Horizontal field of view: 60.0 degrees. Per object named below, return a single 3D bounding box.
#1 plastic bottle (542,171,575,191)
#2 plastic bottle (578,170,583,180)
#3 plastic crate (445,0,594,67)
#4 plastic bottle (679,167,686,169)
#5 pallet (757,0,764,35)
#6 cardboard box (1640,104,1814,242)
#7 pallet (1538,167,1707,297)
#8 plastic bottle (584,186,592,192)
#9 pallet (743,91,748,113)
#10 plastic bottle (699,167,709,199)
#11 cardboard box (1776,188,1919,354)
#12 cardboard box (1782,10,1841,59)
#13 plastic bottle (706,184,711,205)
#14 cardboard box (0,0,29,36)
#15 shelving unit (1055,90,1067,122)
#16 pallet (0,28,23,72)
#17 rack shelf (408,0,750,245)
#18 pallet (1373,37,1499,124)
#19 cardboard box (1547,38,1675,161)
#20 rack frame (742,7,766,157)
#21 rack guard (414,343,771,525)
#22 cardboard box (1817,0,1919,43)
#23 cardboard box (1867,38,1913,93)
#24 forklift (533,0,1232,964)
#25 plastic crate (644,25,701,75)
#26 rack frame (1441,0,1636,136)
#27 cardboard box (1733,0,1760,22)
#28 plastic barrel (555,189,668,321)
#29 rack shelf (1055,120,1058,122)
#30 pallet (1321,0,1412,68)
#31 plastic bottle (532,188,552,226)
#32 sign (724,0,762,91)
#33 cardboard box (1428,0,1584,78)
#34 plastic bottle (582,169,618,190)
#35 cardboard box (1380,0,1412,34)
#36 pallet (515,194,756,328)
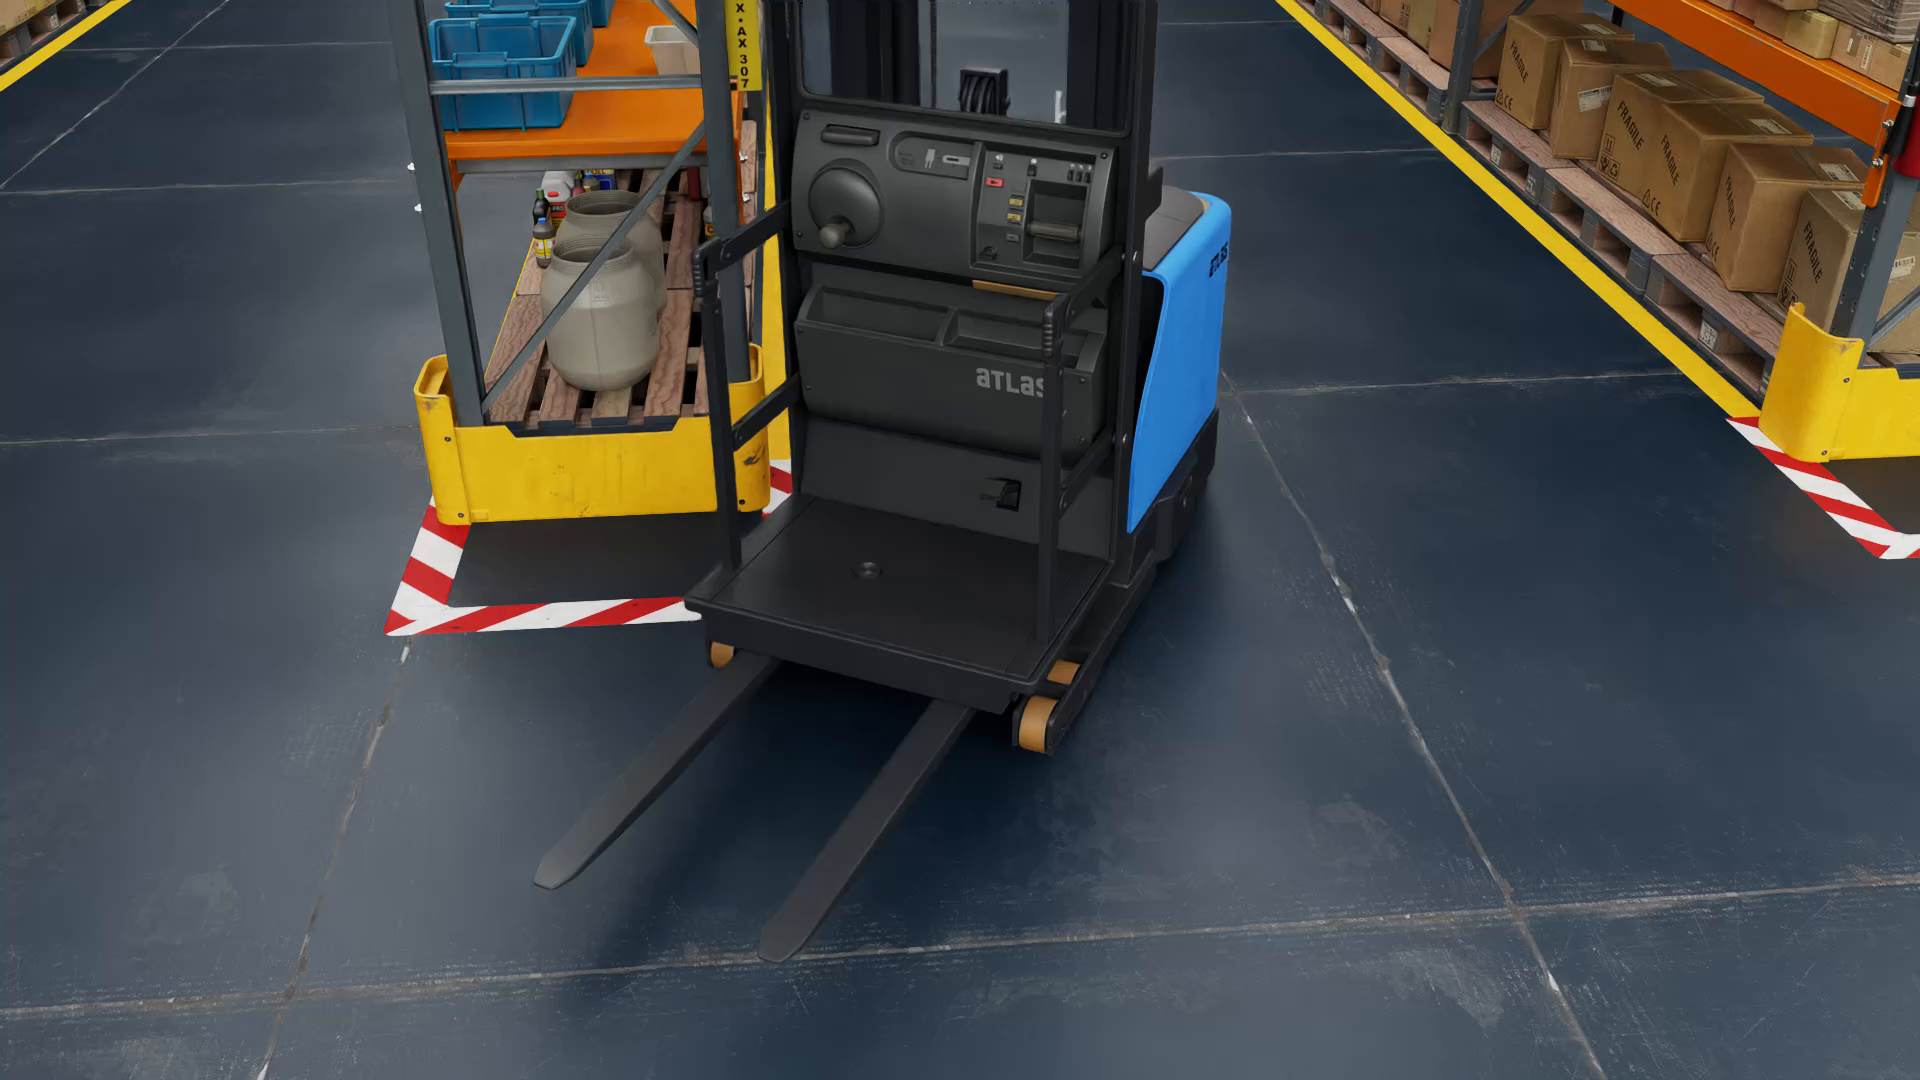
[{"bbox_3d":[-1.840,-1.553,7.652,0.152,0.276,0.135,-4,31,-6],"label":"plastic bottle"},{"bbox_3d":[-1.877,-1.764,7.933,0.144,0.351,0.185,-3,31,-5],"label":"plastic bottle"},{"bbox_3d":[-1.622,-1.925,6.193,0.499,0.251,0.408,-3,31,-5],"label":"plastic crate"},{"bbox_3d":[-1.376,-2.045,8.475,0.152,0.276,0.135,-3,31,-5],"label":"plastic bottle"},{"bbox_3d":[-1.936,-3.906,12.083,1.003,0.211,1.213,-3,31,-5],"label":"pallet"},{"bbox_3d":[3.537,-1.704,7.706,0.500,0.500,0.500,0,31,0],"label":"cardboard box"},{"bbox_3d":[3.550,-1.533,8.110,1.003,0.211,1.213,-3,31,-5],"label":"pallet"},{"bbox_3d":[-1.717,-1.536,7.697,0.097,0.201,0.097,0,31,0],"label":"plastic bottle"},{"bbox_3d":[-1.708,-2.660,9.997,1.003,0.211,1.213,-3,31,-5],"label":"pallet"},{"bbox_3d":[-1.190,-1.817,8.093,0.152,0.276,0.135,-2,31,-4],"label":"plastic bottle"},{"bbox_3d":[3.667,-1.080,6.661,0.500,0.500,0.500,3,31,5],"label":"cardboard box"},{"bbox_3d":[3.379,-1.934,6.307,0.380,0.149,0.250,-3,31,-5],"label":"cardboard box"},{"bbox_3d":[-1.114,-1.549,7.650,0.097,0.271,0.097,0,31,0],"label":"plastic bottle"},{"bbox_3d":[-6.514,-3.488,10.936,0.500,0.250,0.500,-2,31,-3],"label":"cardboard box"},{"bbox_3d":[0.435,-1.036,6.314,0.258,1.200,0.503,6,31,9],"label":"shelving unit"},{"bbox_3d":[-6.753,-3.024,10.607,1.003,0.211,1.213,-3,31,-5],"label":"pallet"},{"bbox_3d":[-1.409,-2.128,7.089,1.077,0.370,4.000,-3,31,-5],"label":"rack shelf"},{"bbox_3d":[3.261,-2.896,10.392,1.003,0.211,1.213,-3,31,-5],"label":"pallet"},{"bbox_3d":[3.394,-2.304,8.711,0.500,0.500,0.500,7,32,11],"label":"cardboard box"},{"bbox_3d":[-1.596,-3.458,8.614,1.000,3.000,0.127,-3,31,-5],"label":"rack frame"},{"bbox_3d":[-1.277,-0.379,5.897,1.175,0.500,0.348,-3,31,-5],"label":"rack guard"},{"bbox_3d":[3.685,-2.106,5.963,0.875,0.500,0.500,-3,31,-5],"label":"cardboard box"},{"bbox_3d":[3.477,-1.681,5.884,0.380,0.149,0.250,-3,31,-5],"label":"cardboard box"},{"bbox_3d":[-0.116,-0.899,4.397,1.130,2.935,3.031,12,33,20],"label":"forklift"},{"bbox_3d":[-0.986,-1.775,6.053,0.298,0.136,0.250,-3,31,-5],"label":"plastic crate"},{"bbox_3d":[3.335,-3.695,9.011,1.000,3.000,0.127,-3,31,-5],"label":"rack frame"},{"bbox_3d":[3.389,-2.192,6.739,0.380,0.149,0.250,-3,31,-5],"label":"cardboard box"},{"bbox_3d":[-1.407,-1.116,6.710,0.421,0.512,0.421,0,31,0],"label":"plastic barrel"},{"bbox_3d":[0.435,-1.393,6.101,0.258,0.148,0.480,6,31,9],"label":"rack shelf"},{"bbox_3d":[3.144,-3.520,11.437,1.003,0.211,1.213,-3,31,-5],"label":"pallet"},{"bbox_3d":[-1.860,-1.414,7.412,0.061,0.283,0.133,-2,31,-3],"label":"plastic bottle"},{"bbox_3d":[-0.674,-1.559,5.165,0.100,0.325,0.005,-3,31,-5],"label":"sign"},{"bbox_3d":[3.299,-3.126,10.066,0.700,0.500,0.500,-5,31,-8],"label":"cardboard box"},{"bbox_3d":[-1.732,-1.752,7.985,0.152,0.276,0.135,-3,31,-5],"label":"plastic bottle"},{"bbox_3d":[3.221,-3.656,10.954,0.700,0.500,0.500,-5,31,-9],"label":"cardboard box"},{"bbox_3d":[-1.458,-1.292,7.707,1.003,0.211,1.213,-3,31,-5],"label":"pallet"}]
